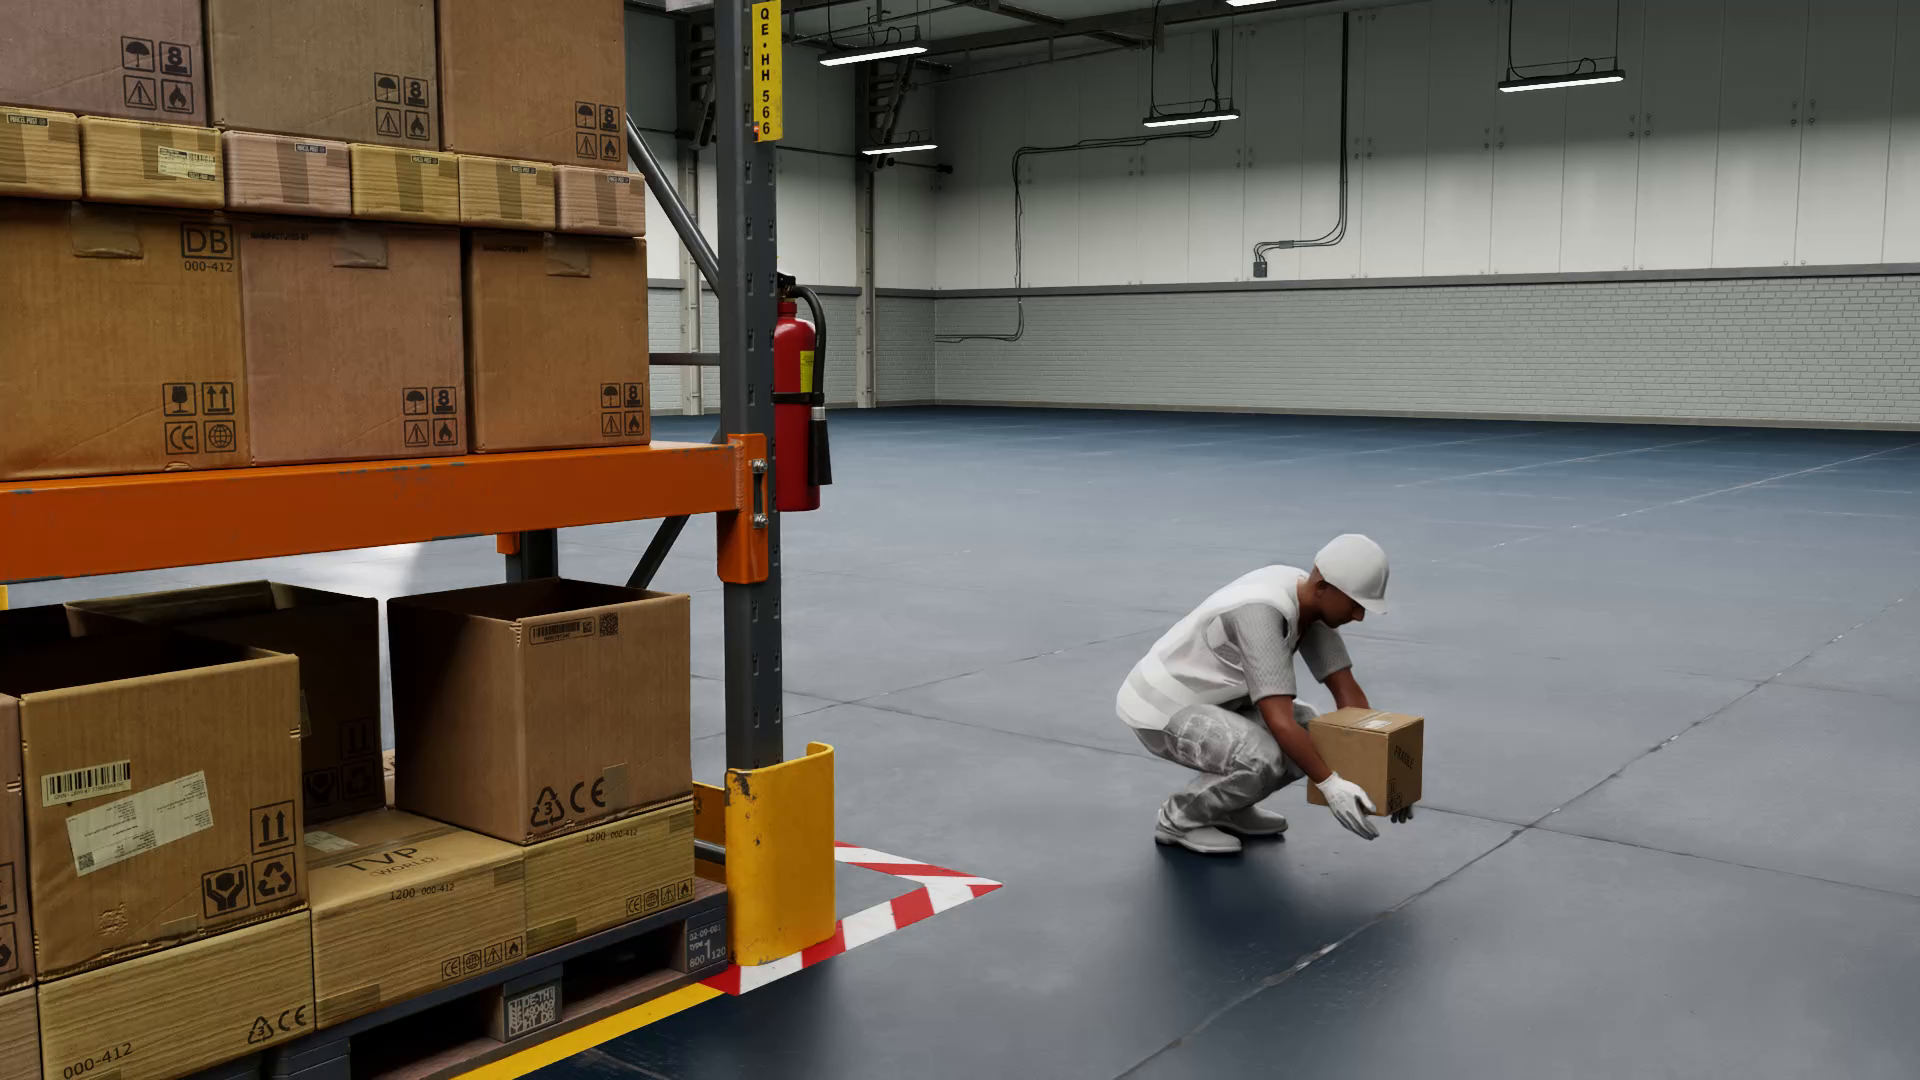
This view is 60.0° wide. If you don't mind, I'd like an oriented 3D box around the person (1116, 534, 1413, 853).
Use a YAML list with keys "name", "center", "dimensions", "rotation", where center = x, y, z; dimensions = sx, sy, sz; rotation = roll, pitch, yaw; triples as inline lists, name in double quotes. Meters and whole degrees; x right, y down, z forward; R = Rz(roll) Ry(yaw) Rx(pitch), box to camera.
- name: "person"
  center: [0.944, 0.463, 5.120]
  dimensions: [0.891, 0.993, 0.567]
  rotation: [5, 8, 38]
